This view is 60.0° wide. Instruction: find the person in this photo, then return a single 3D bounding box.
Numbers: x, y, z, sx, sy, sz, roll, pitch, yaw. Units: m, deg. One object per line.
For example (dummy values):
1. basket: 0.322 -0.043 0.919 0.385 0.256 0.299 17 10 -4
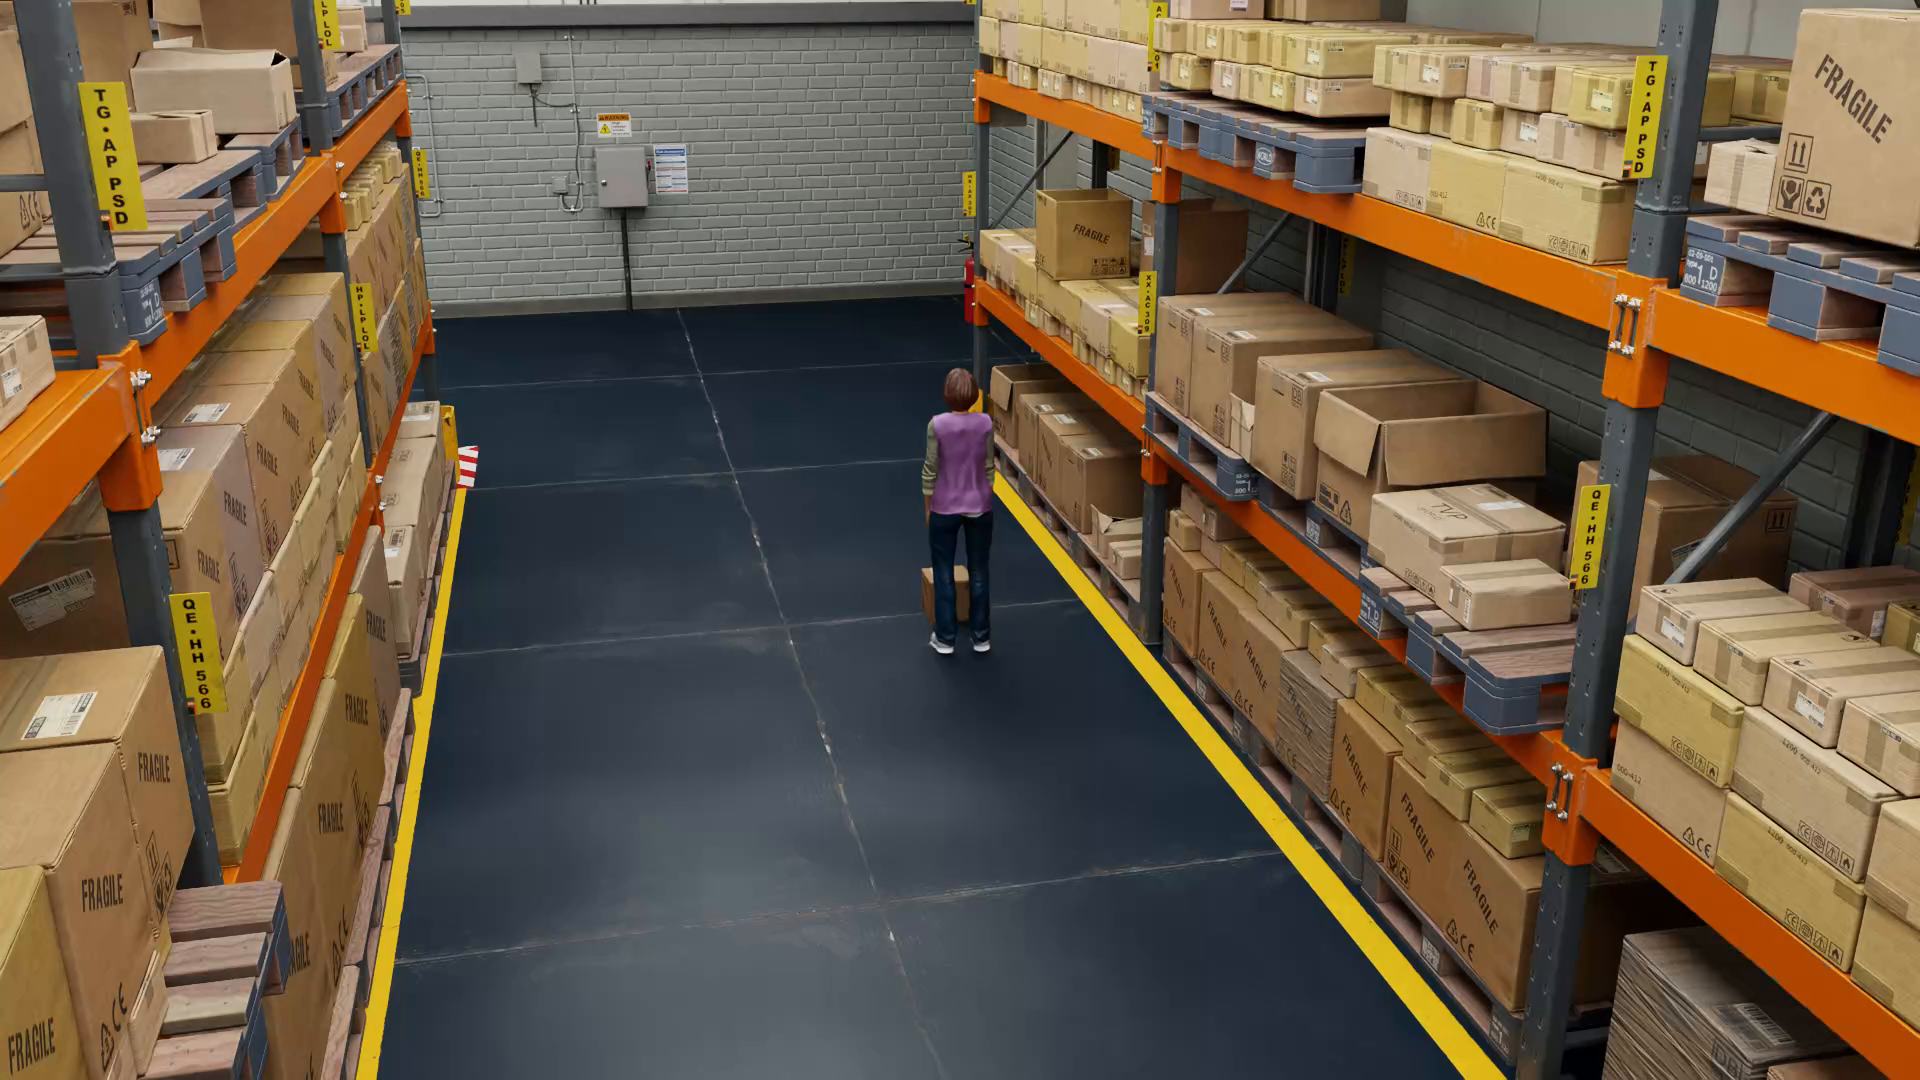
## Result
1. person: -0.008 -0.154 9.011 0.405 1.600 0.310 -3 20 -9
